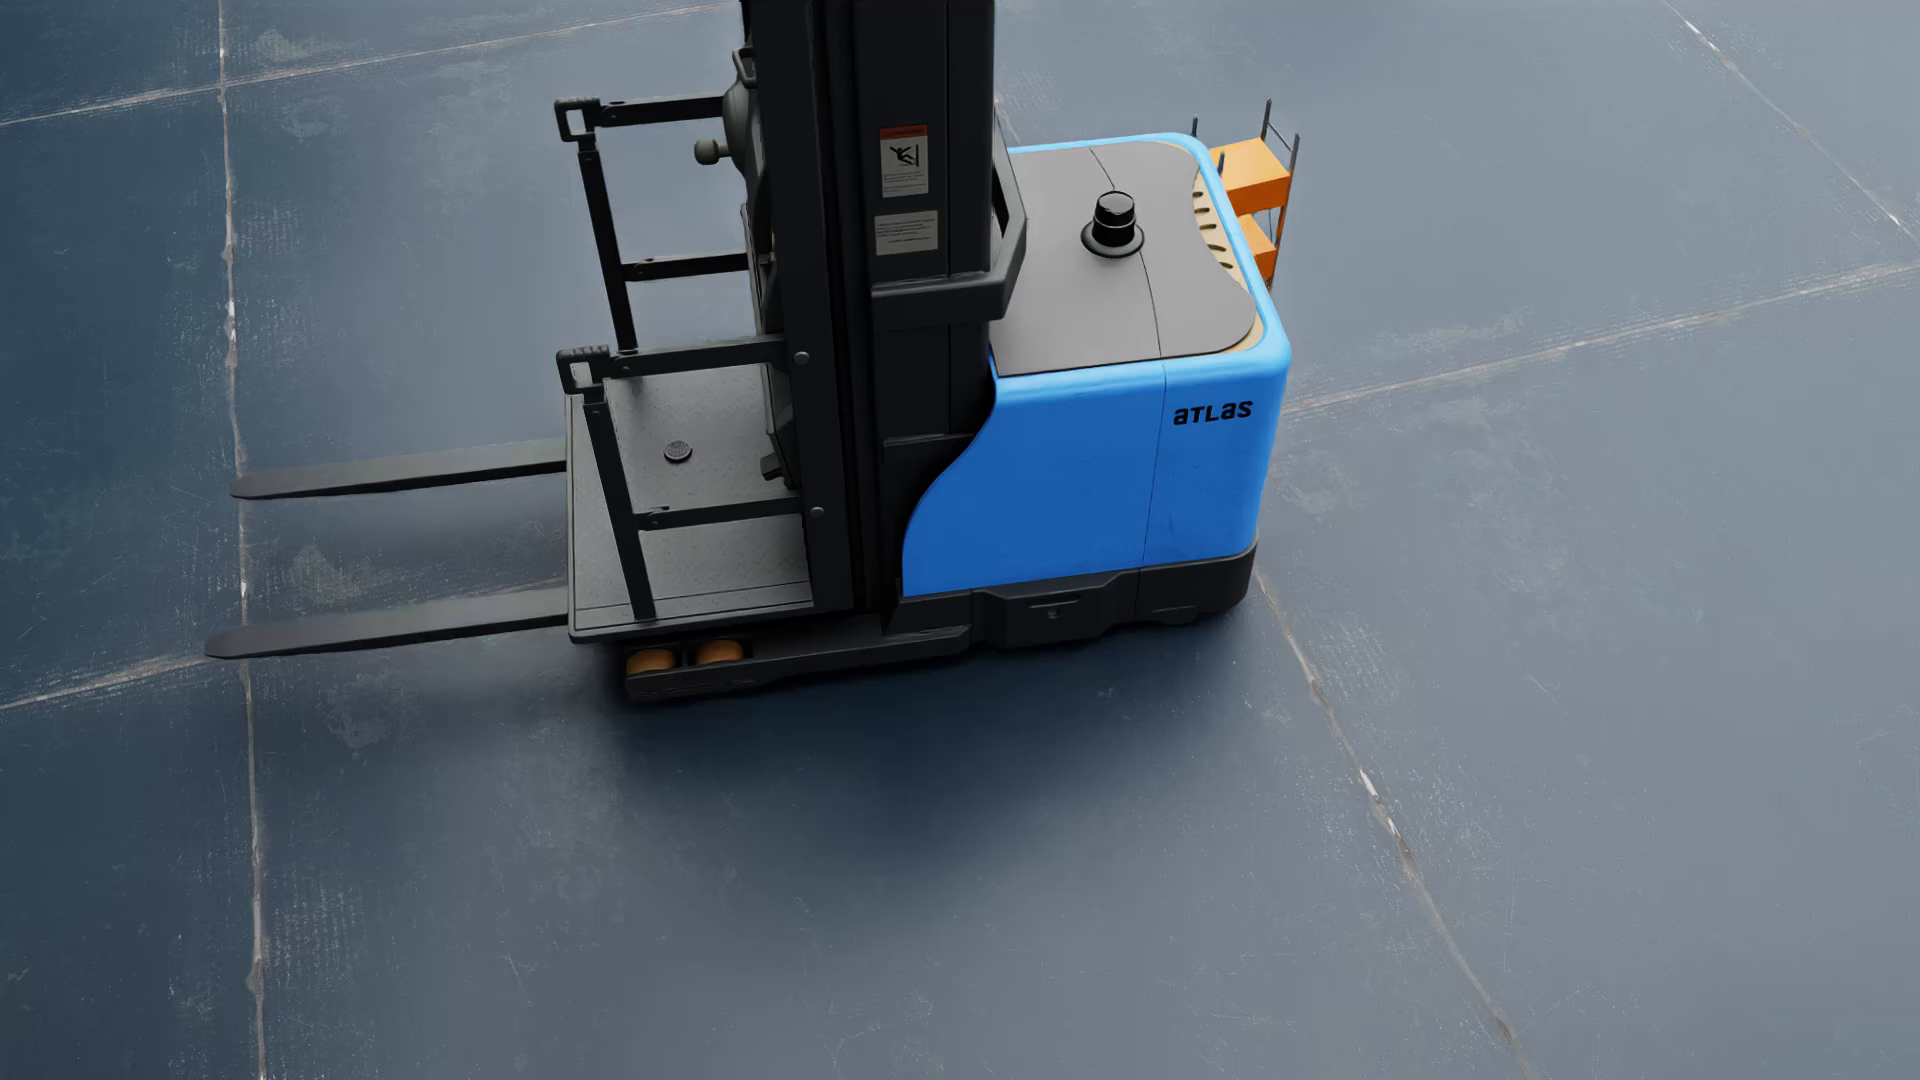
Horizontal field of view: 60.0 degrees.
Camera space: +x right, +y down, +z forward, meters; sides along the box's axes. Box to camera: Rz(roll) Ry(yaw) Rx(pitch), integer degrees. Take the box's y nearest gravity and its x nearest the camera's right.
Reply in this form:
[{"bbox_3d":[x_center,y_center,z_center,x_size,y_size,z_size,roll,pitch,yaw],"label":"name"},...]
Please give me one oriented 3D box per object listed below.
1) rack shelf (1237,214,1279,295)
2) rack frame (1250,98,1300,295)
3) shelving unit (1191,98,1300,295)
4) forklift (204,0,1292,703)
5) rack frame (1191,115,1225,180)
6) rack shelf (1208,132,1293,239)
[{"bbox_3d":[0.846,-0.878,5.318,0.240,0.259,0.215,-16,52,-13],"label":"rack shelf"},{"bbox_3d":[0.961,-0.917,5.337,0.008,1.050,0.200,-16,52,-13],"label":"rack frame"},{"bbox_3d":[0.846,-0.885,5.309,0.252,1.050,0.215,-16,52,-13],"label":"shelving unit"},{"bbox_3d":[-0.689,-0.913,4.103,3.031,2.935,1.130,-7,50,-6],"label":"forklift"},{"bbox_3d":[0.732,-0.853,5.282,0.008,1.050,0.200,-16,52,-13],"label":"rack frame"},{"bbox_3d":[0.846,-1.061,5.101,0.240,0.259,0.215,-16,52,-13],"label":"rack shelf"}]
